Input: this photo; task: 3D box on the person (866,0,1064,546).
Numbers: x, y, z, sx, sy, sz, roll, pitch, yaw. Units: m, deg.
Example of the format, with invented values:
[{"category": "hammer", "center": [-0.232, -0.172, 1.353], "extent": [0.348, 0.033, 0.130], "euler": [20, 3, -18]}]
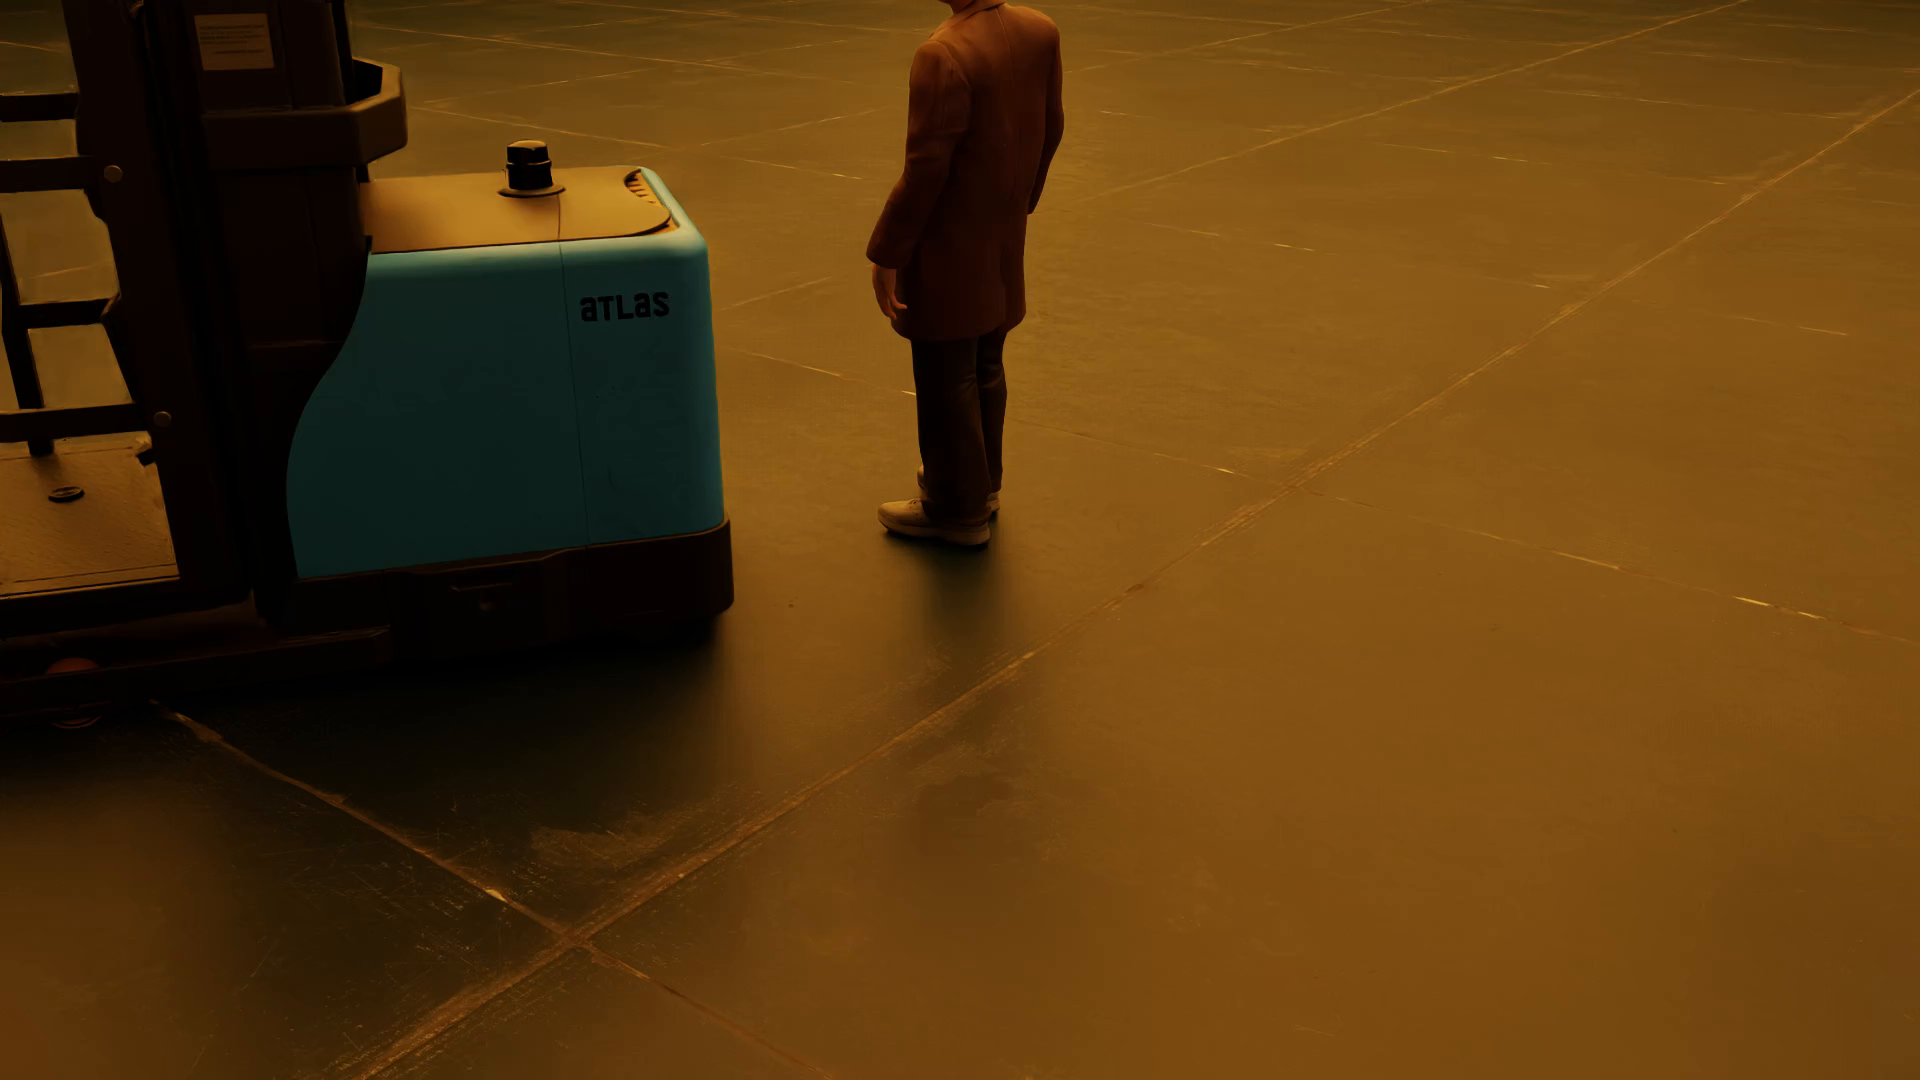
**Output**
[{"category": "person", "center": [-0.069, -0.846, 4.711], "extent": [0.582, 1.776, 0.696], "euler": [17, 29, 34]}]

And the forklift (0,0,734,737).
[{"category": "forklift", "center": [-2.182, -1.105, 3.878], "extent": [3.031, 2.935, 1.130], "euler": [-7, 24, -16]}]
